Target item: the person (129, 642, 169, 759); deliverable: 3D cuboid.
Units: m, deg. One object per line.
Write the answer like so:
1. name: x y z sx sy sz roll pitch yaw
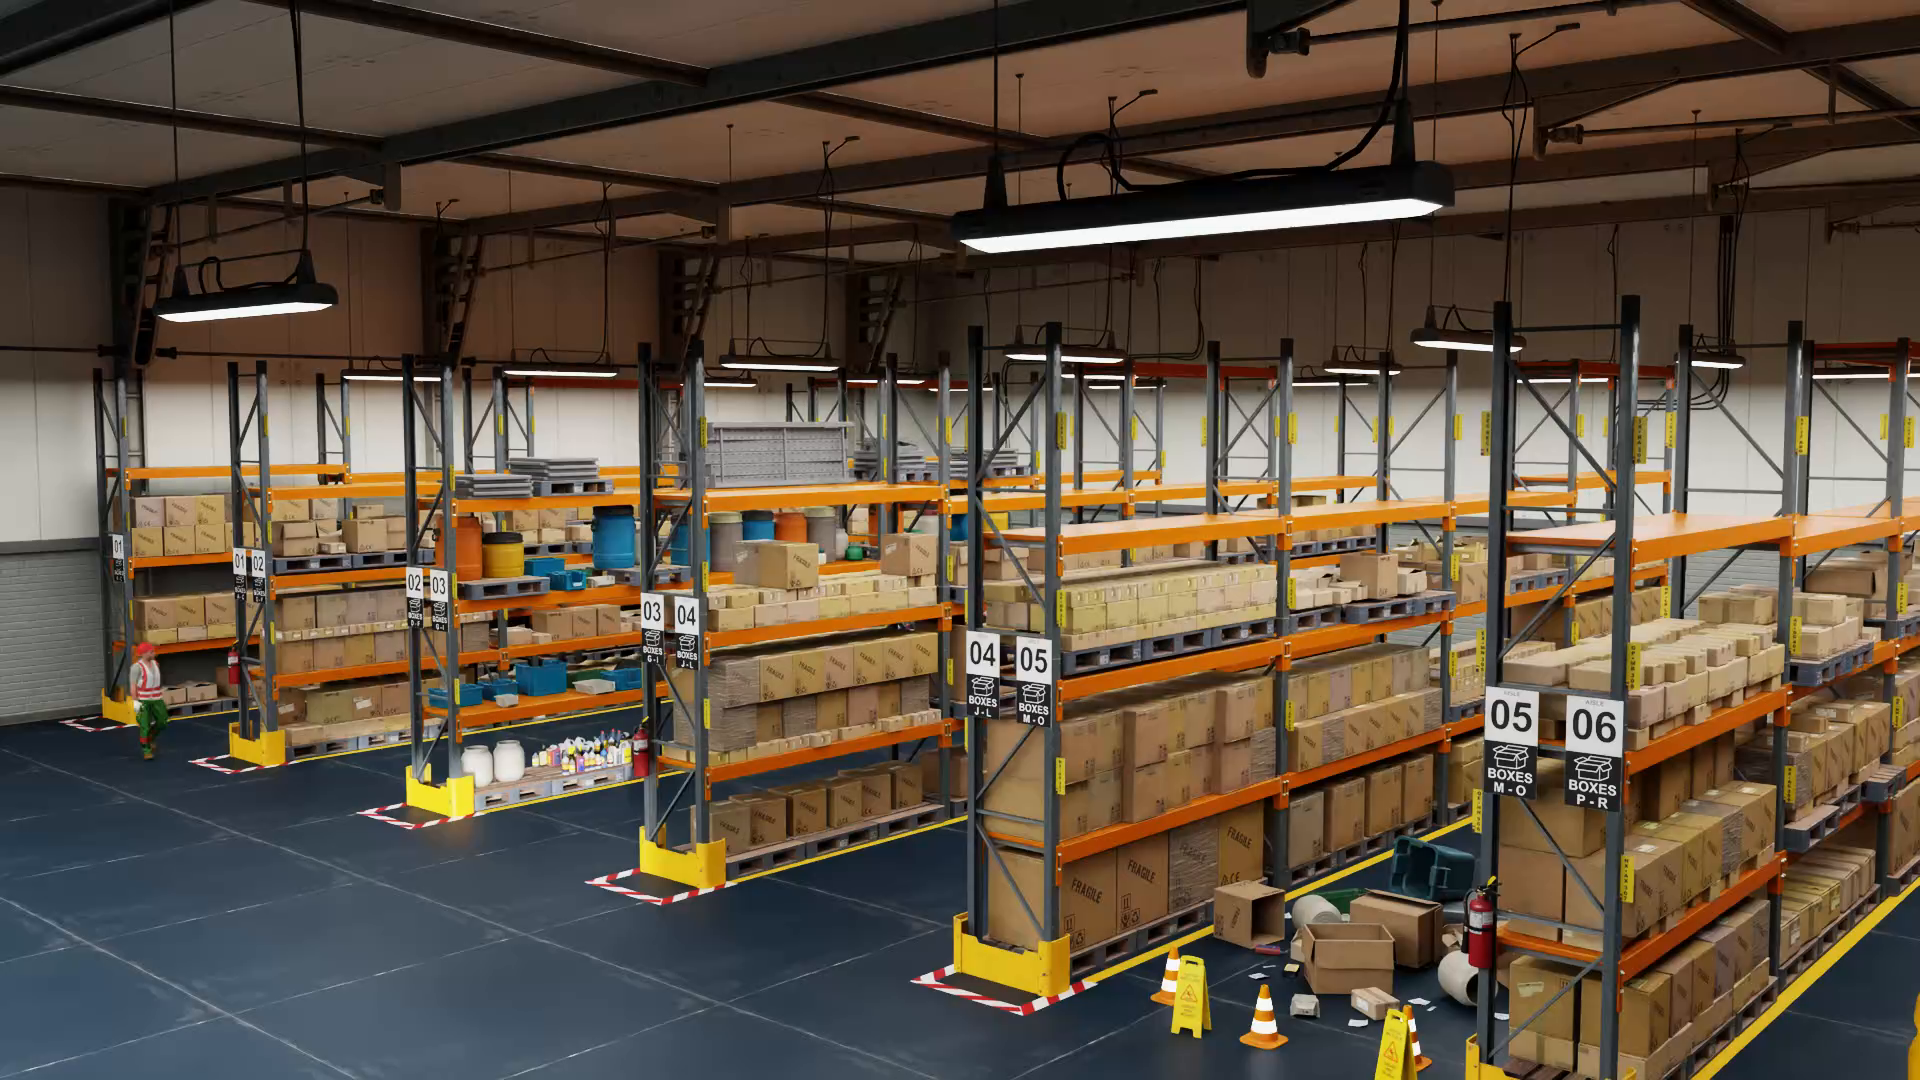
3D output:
1. person: -12.311 2.417 25.156 0.530 1.773 0.625 -4 6 -43

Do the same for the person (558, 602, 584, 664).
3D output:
1. person: -7.635 1.957 32.584 0.633 1.674 0.560 -2 5 -30
